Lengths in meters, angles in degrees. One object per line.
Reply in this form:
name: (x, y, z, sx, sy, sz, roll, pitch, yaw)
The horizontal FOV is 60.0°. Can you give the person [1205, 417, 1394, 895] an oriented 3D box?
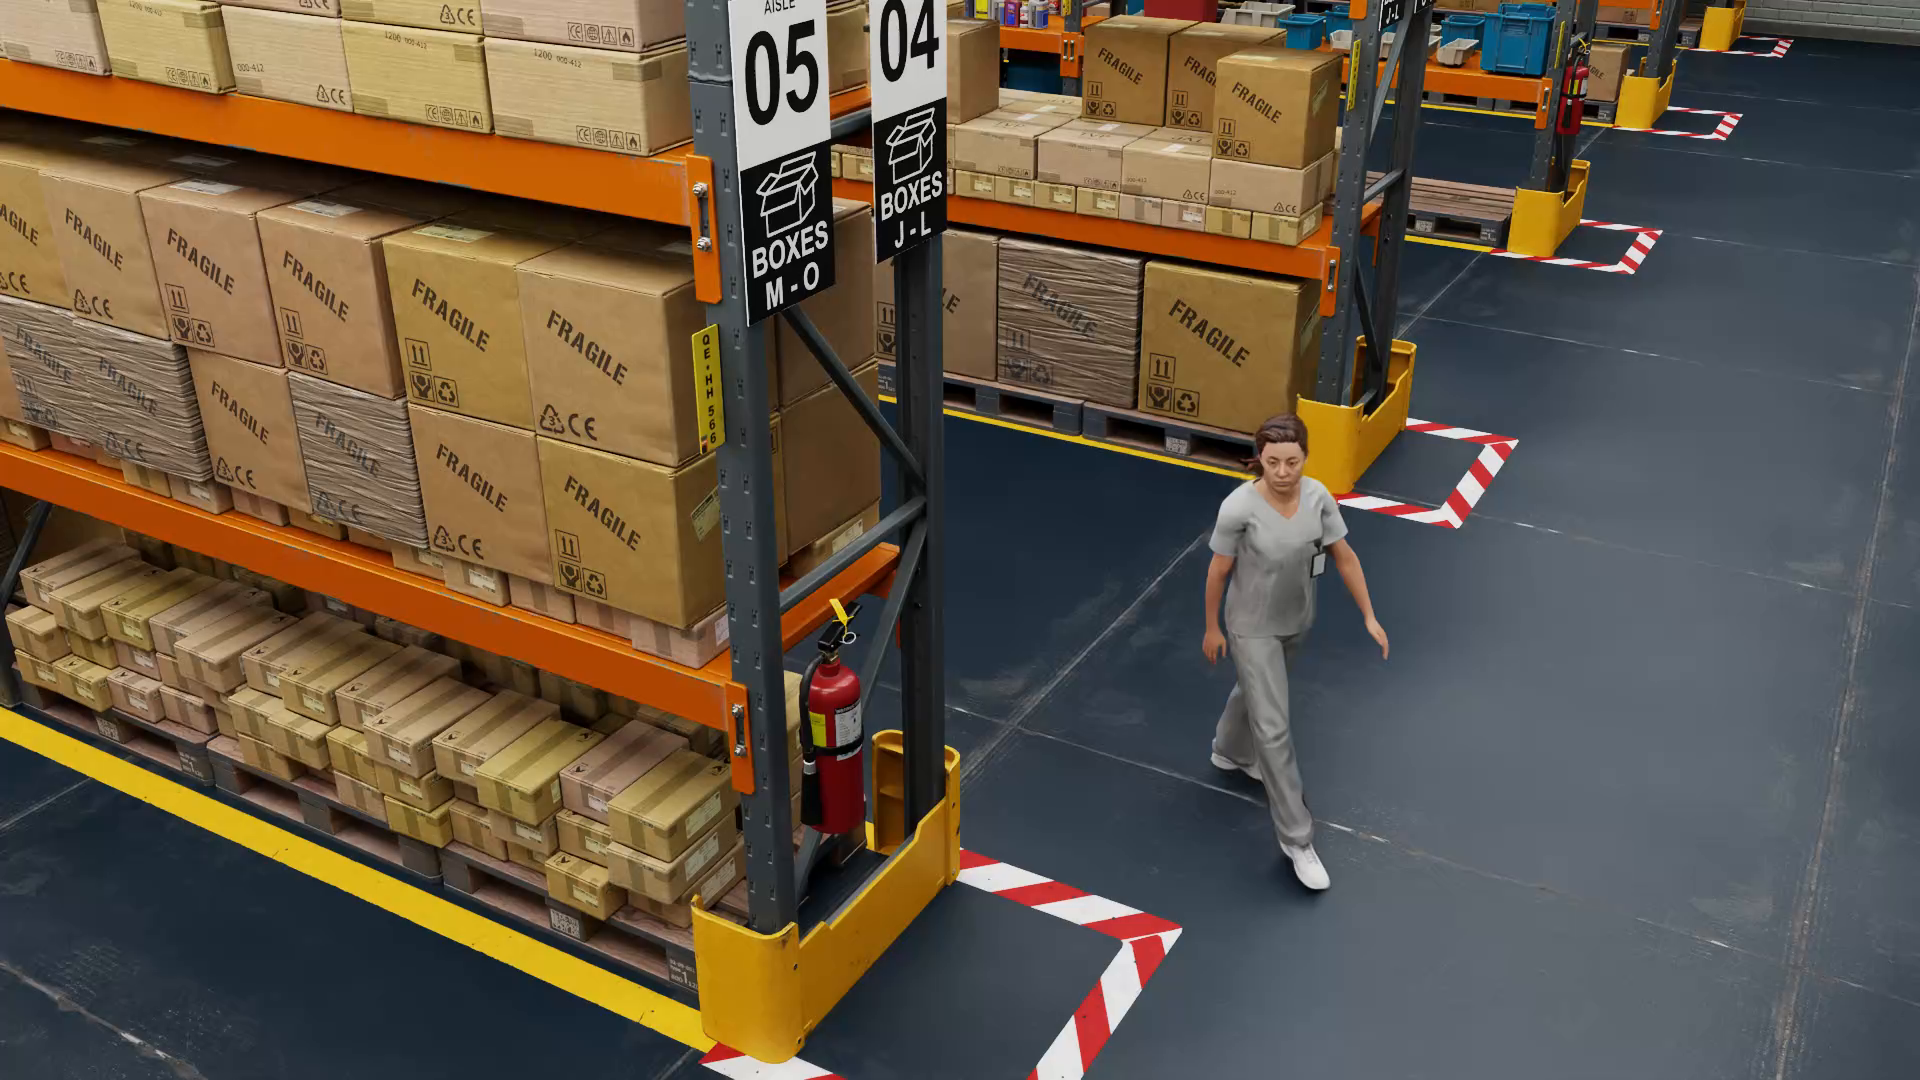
person: (1.187, 0.456, 5.958, 0.526, 1.375, 0.940, -13, 29, -24)
